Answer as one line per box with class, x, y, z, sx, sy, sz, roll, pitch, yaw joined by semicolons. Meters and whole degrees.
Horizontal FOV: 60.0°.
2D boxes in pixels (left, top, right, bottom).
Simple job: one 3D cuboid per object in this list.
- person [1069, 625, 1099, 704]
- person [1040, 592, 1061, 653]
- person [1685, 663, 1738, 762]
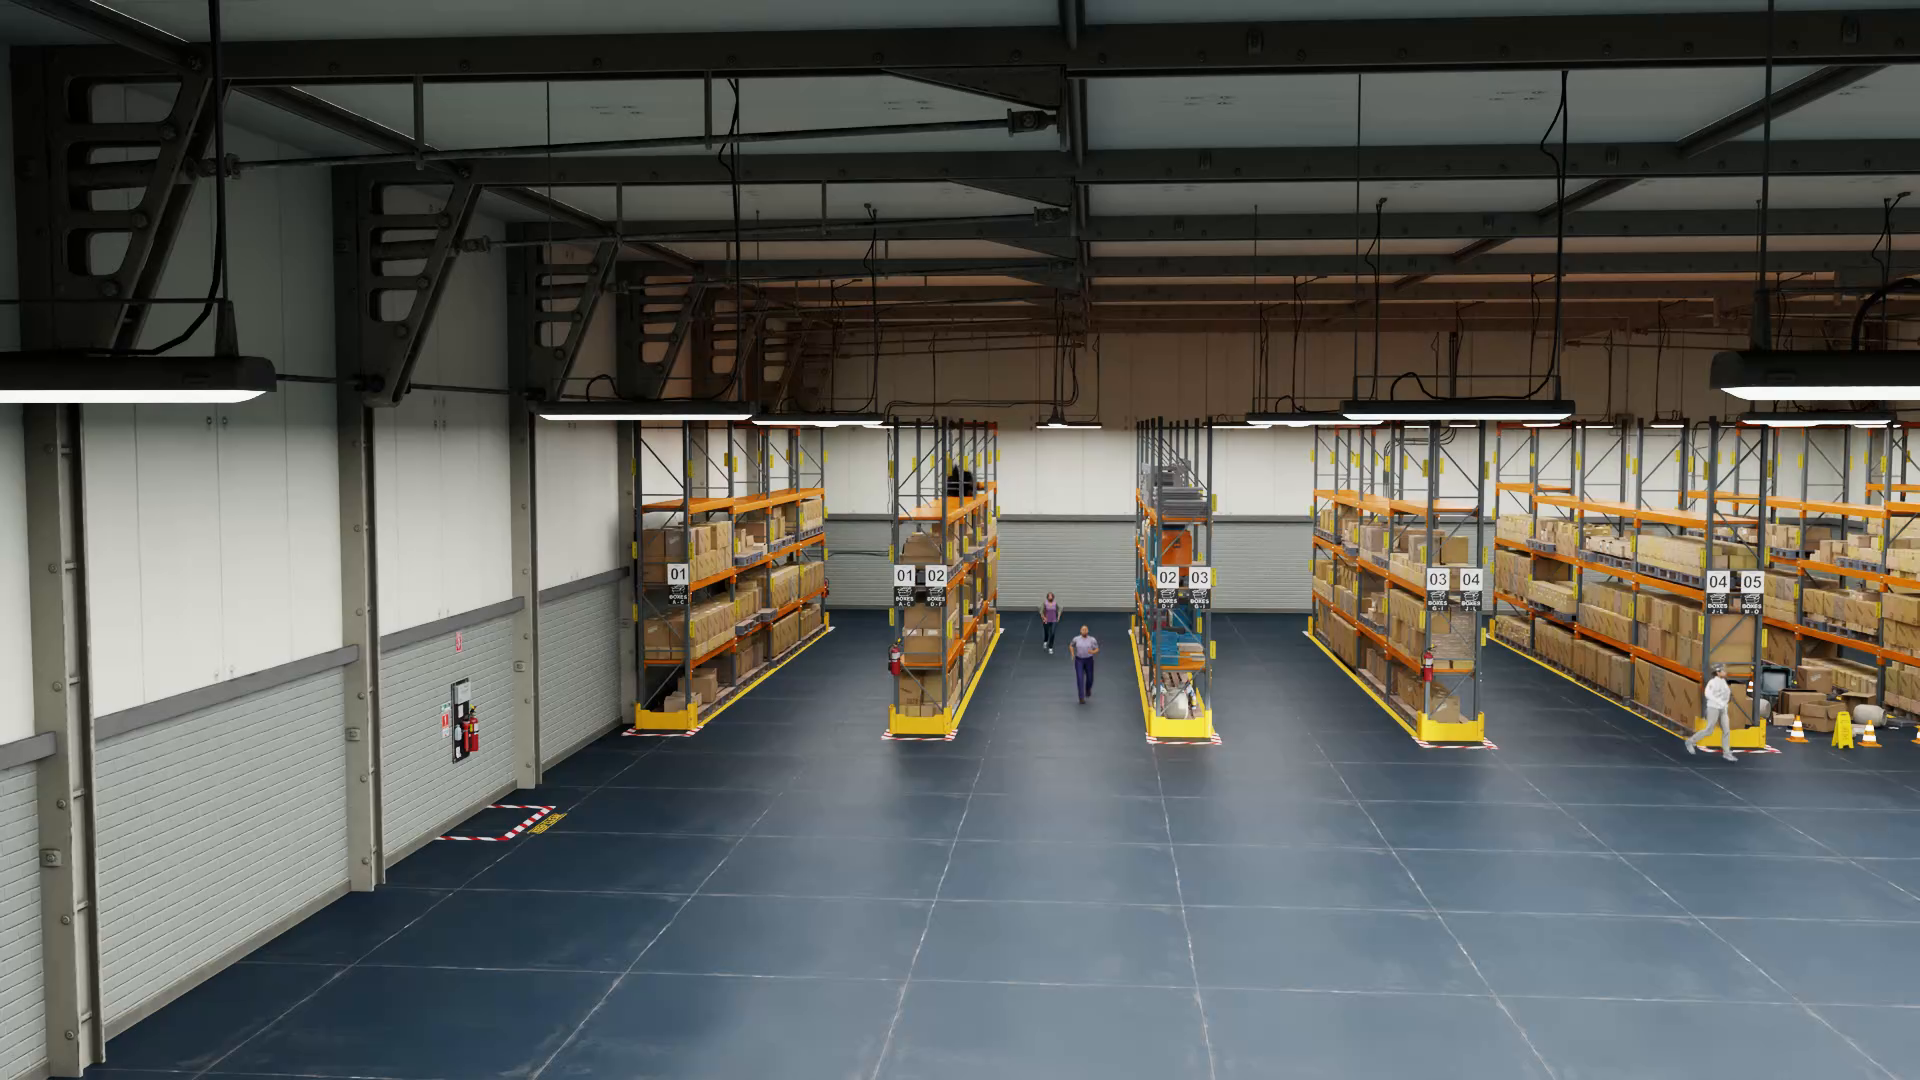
person;2.626;2.607;35.134;0.615;1.612;0.889;0;4;1
person;2.347;2.133;43.153;0.561;1.577;0.557;0;4;-5
person;13.274;2.979;29.106;0.673;1.658;0.925;-3;5;-36
